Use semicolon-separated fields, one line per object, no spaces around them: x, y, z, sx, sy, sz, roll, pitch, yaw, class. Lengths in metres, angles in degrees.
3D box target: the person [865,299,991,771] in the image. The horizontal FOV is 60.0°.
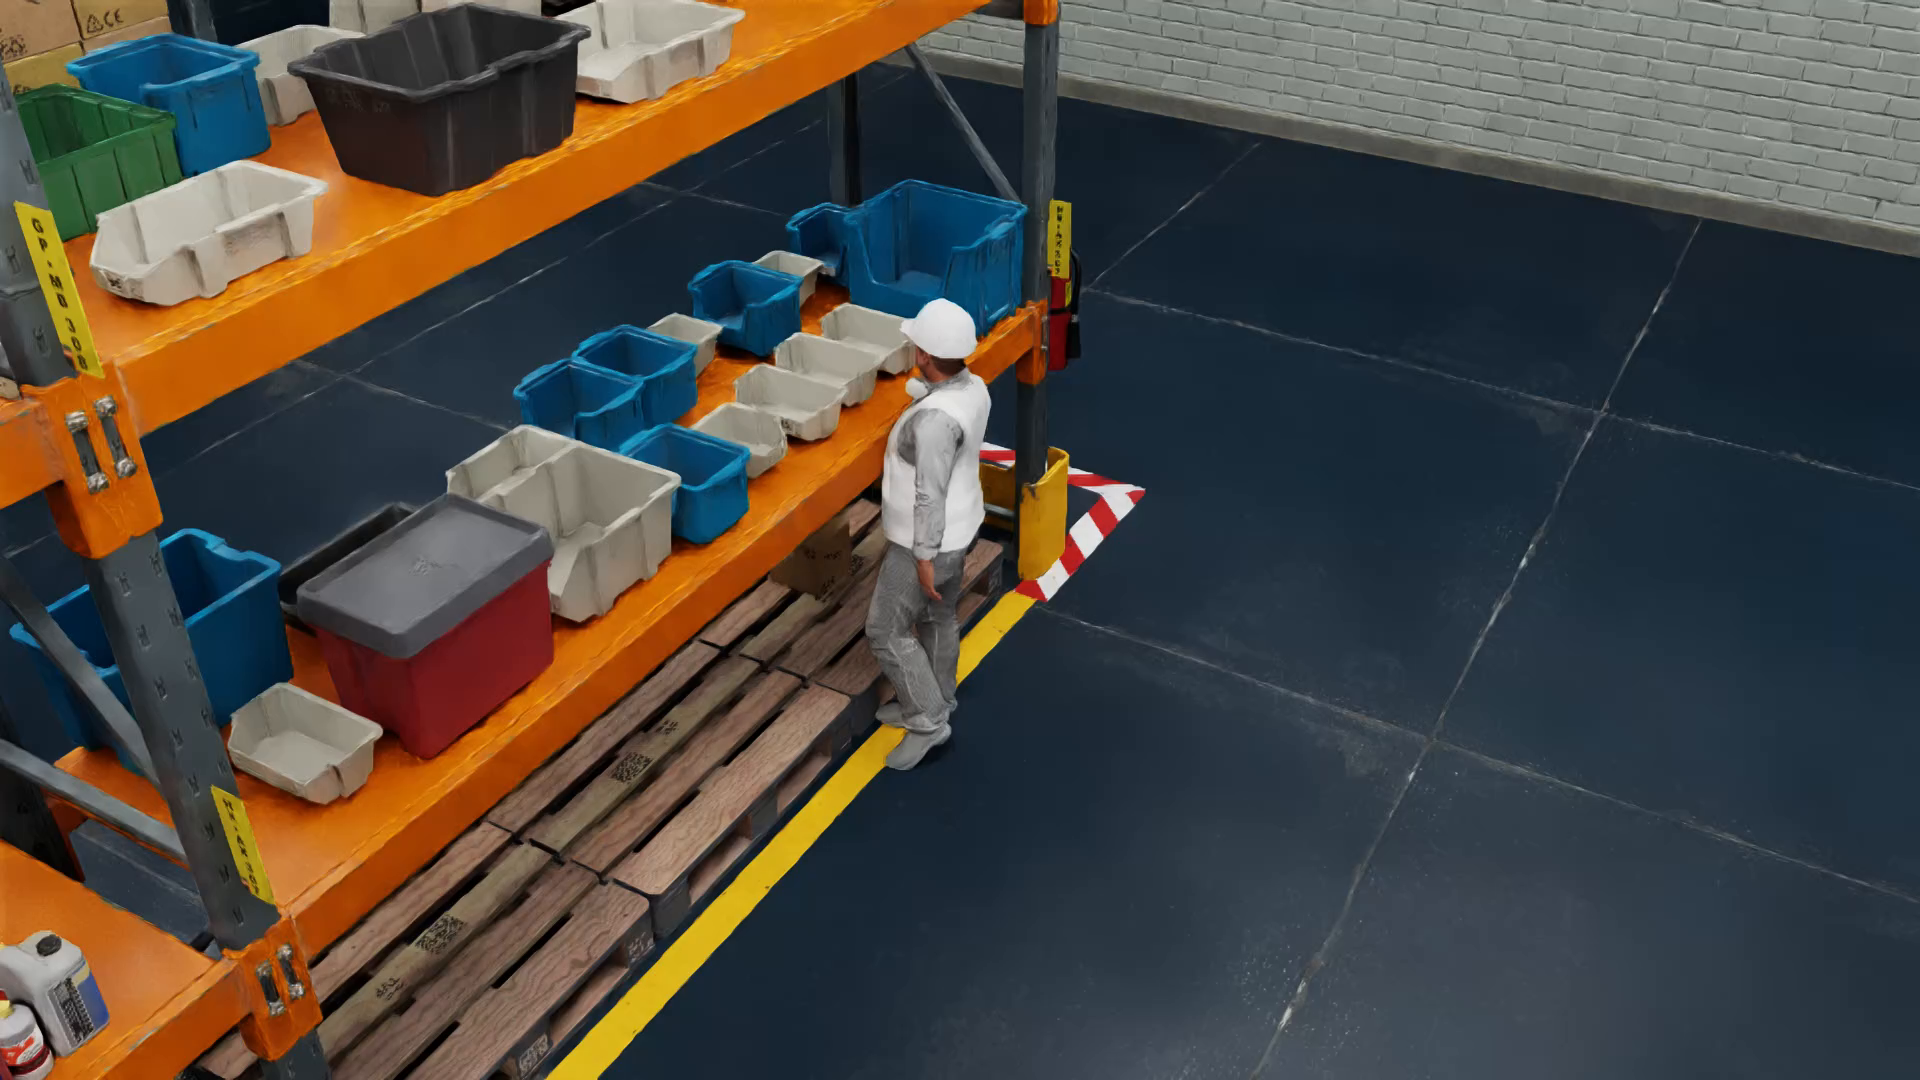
-0.130;-0.014;6.162;0.397;1.811;0.662;8;35;12;person
